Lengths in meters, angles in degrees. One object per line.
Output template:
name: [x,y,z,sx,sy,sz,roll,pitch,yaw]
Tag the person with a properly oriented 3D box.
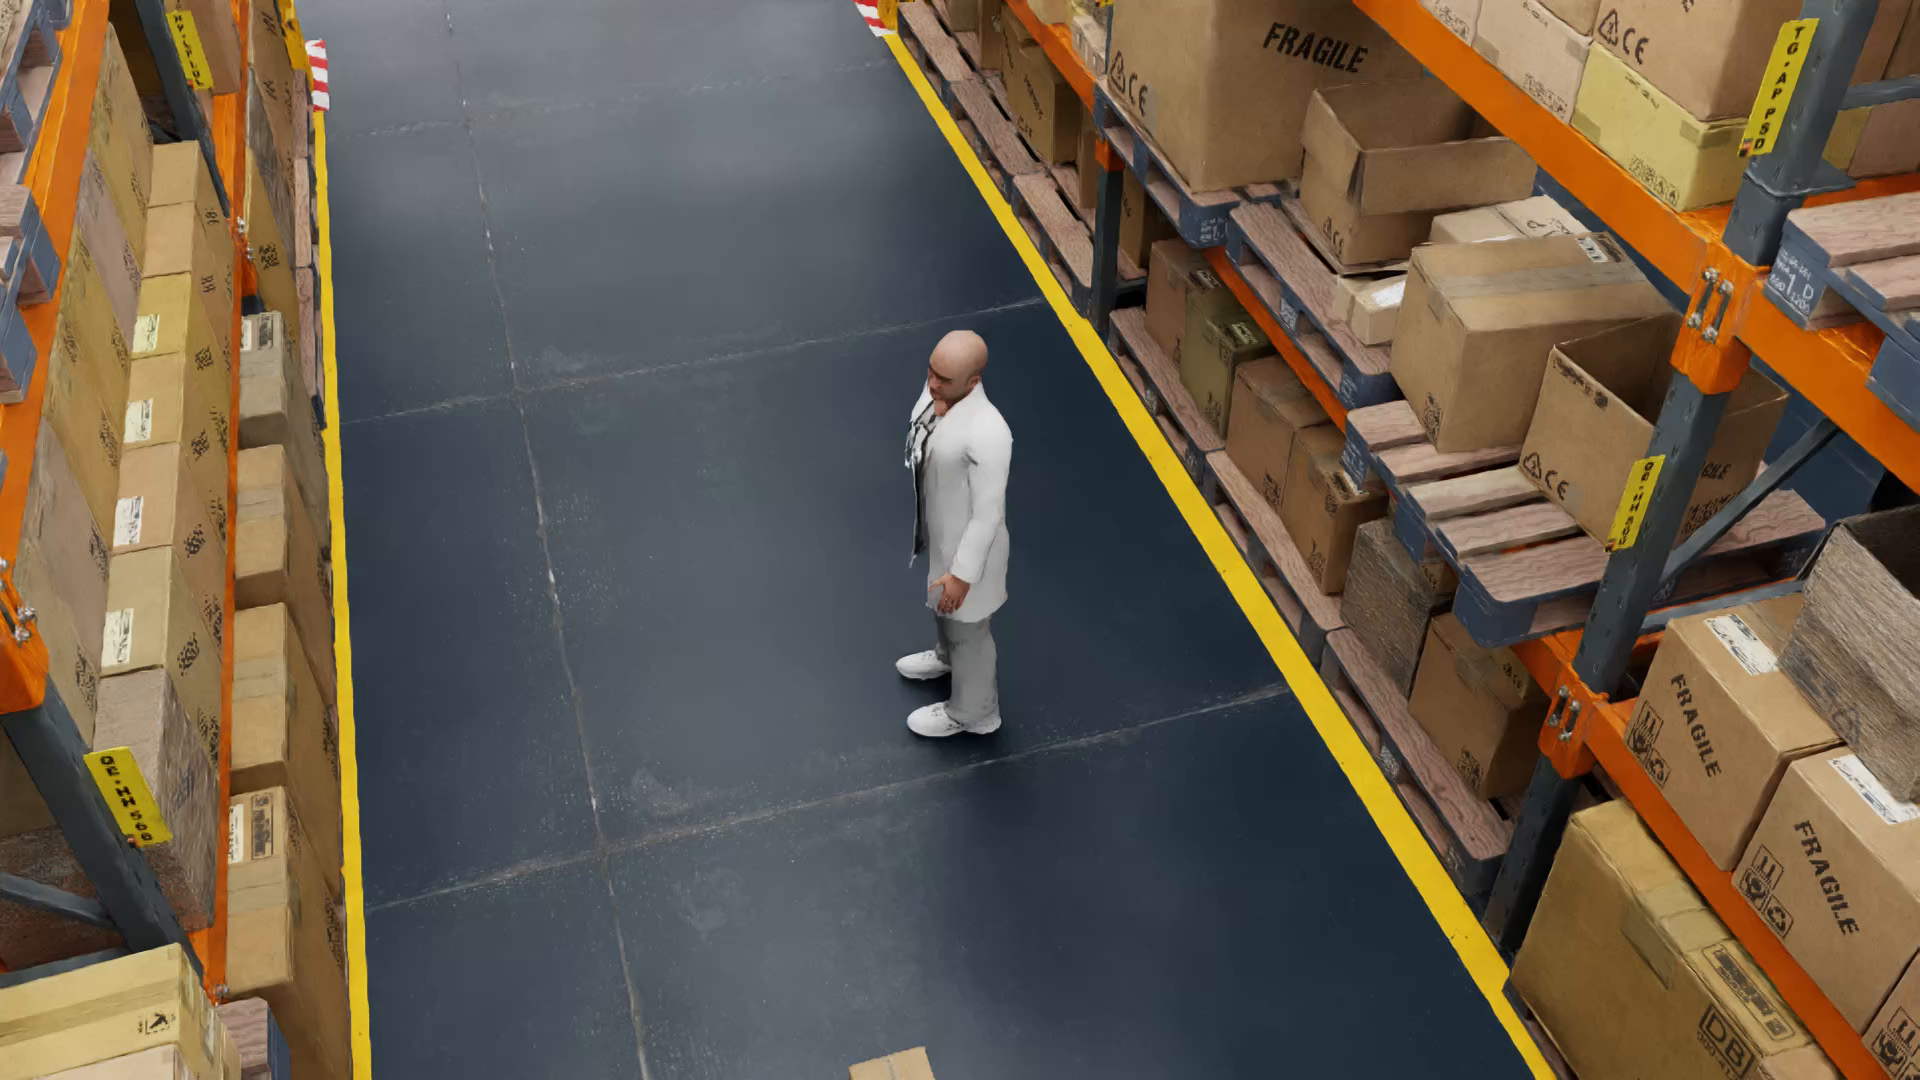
person: [-0.039,-0.006,6.140,0.422,1.785,0.623,-14,44,-15]
